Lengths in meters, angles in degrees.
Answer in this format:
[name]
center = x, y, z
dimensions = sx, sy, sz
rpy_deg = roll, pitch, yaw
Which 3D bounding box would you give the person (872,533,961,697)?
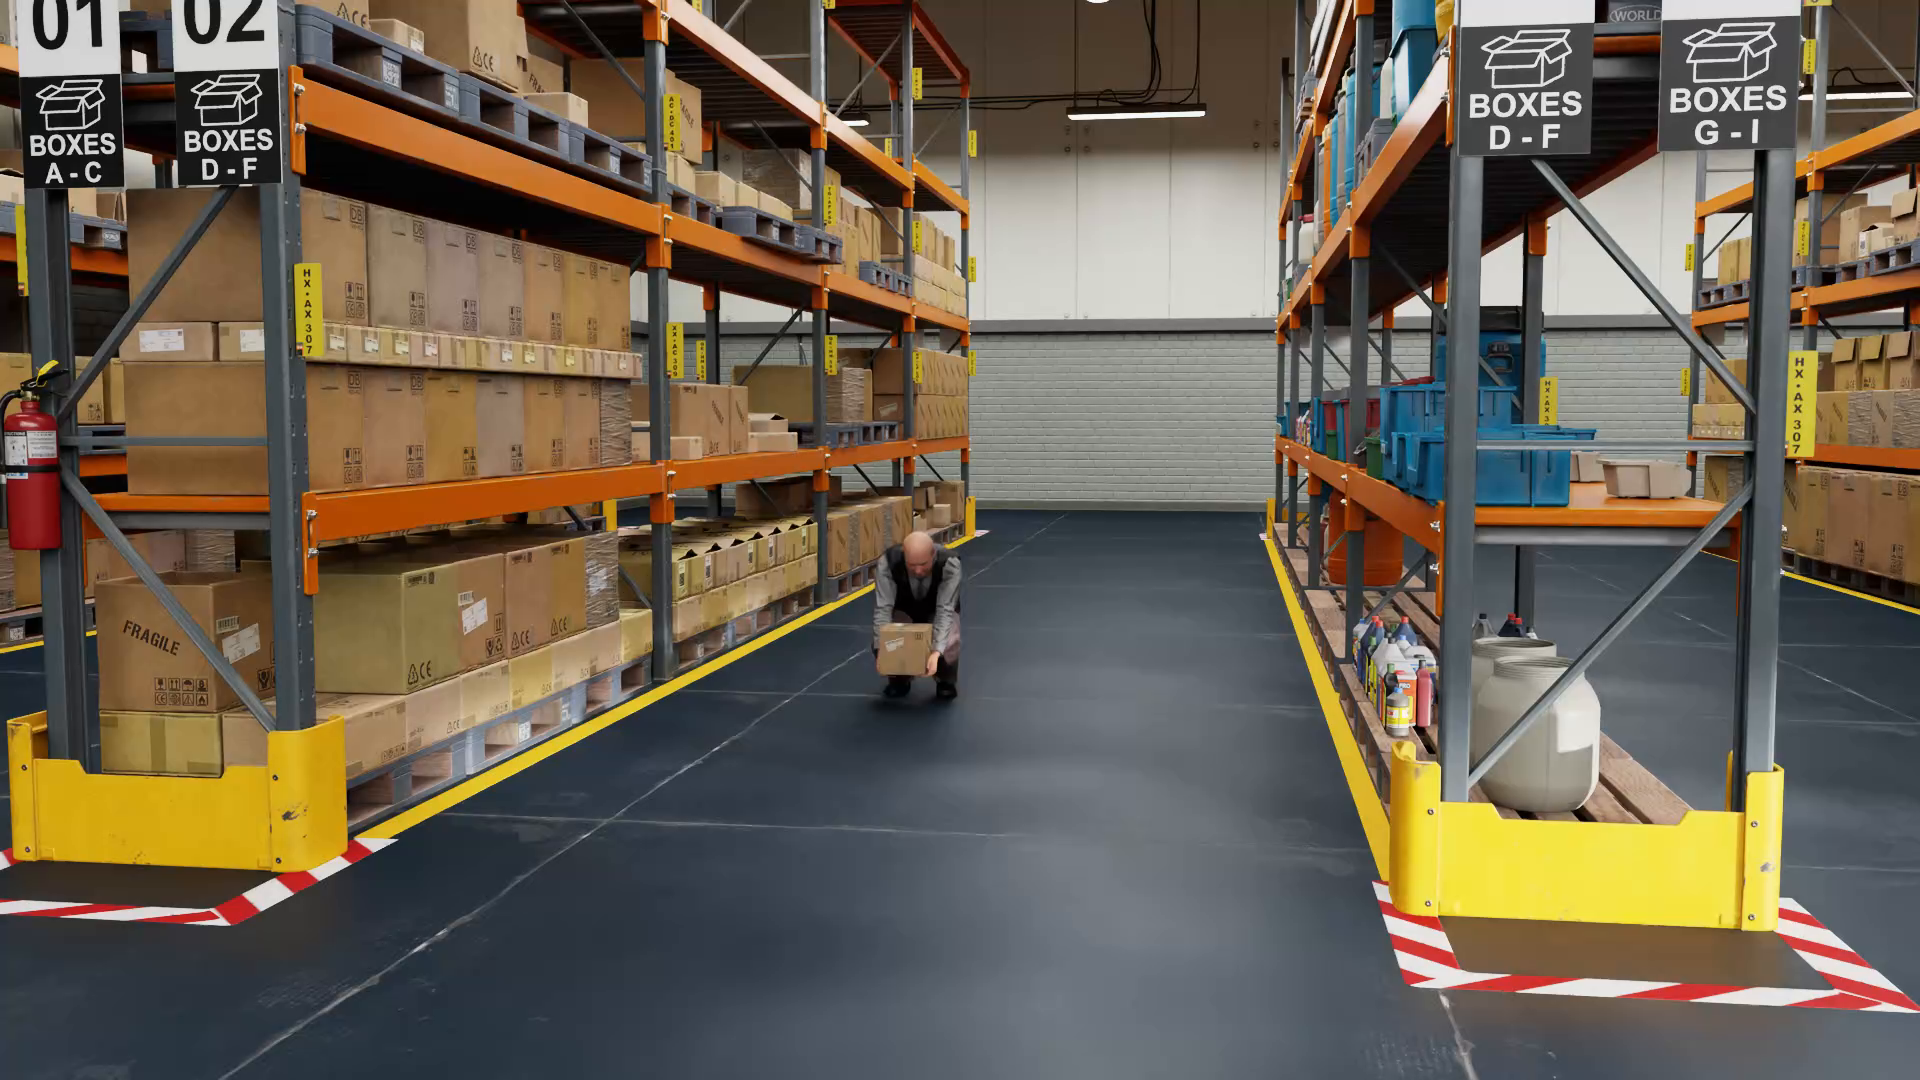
[person]
center = -0.232, 0.416, 9.376
dimensions = 0.507, 0.967, 0.879
rpy_deg = 1, 4, 7
